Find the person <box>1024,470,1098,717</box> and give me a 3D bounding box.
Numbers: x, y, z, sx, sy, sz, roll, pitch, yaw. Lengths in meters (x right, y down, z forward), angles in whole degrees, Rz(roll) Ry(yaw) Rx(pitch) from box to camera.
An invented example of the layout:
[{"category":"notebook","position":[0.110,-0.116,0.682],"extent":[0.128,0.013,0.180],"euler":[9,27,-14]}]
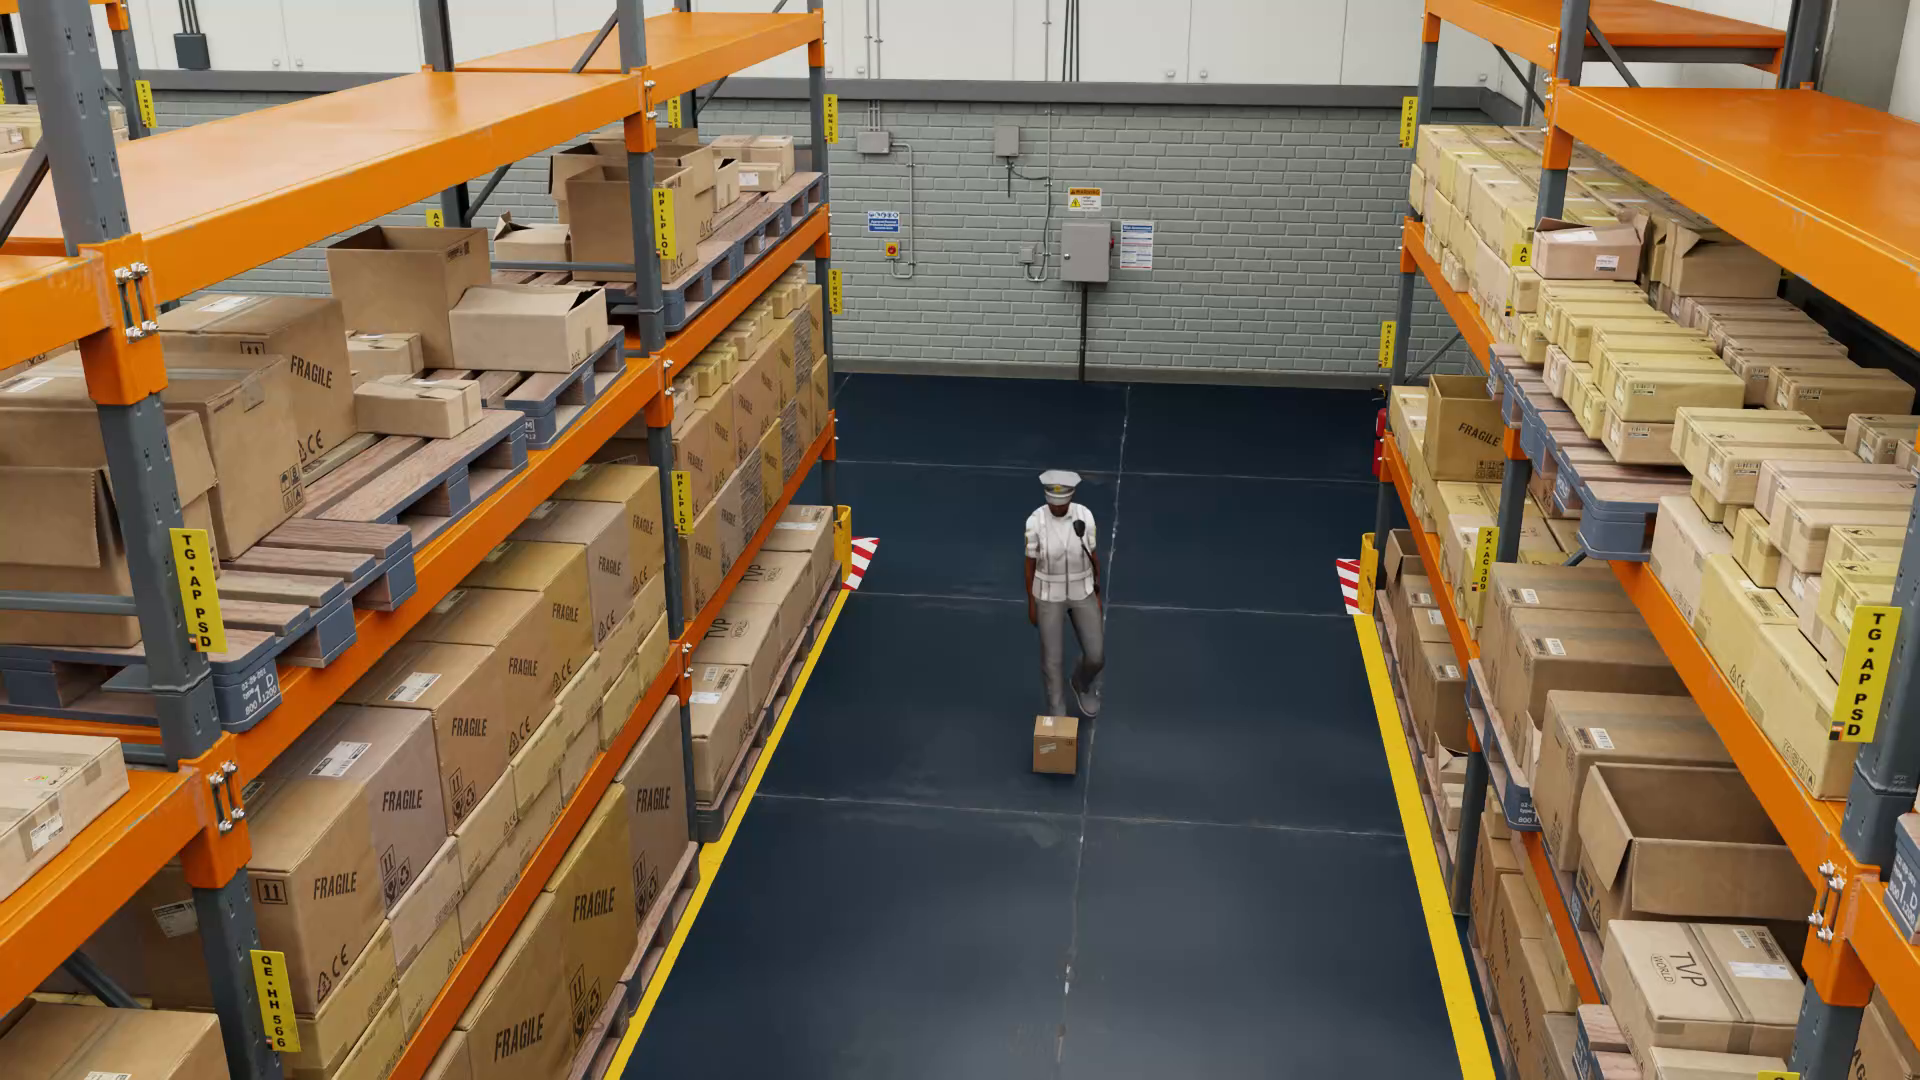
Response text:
[{"category":"person","position":[0.637,0.383,10.042],"extent":[0.484,1.645,0.548],"euler":[-2,21,-4]}]
